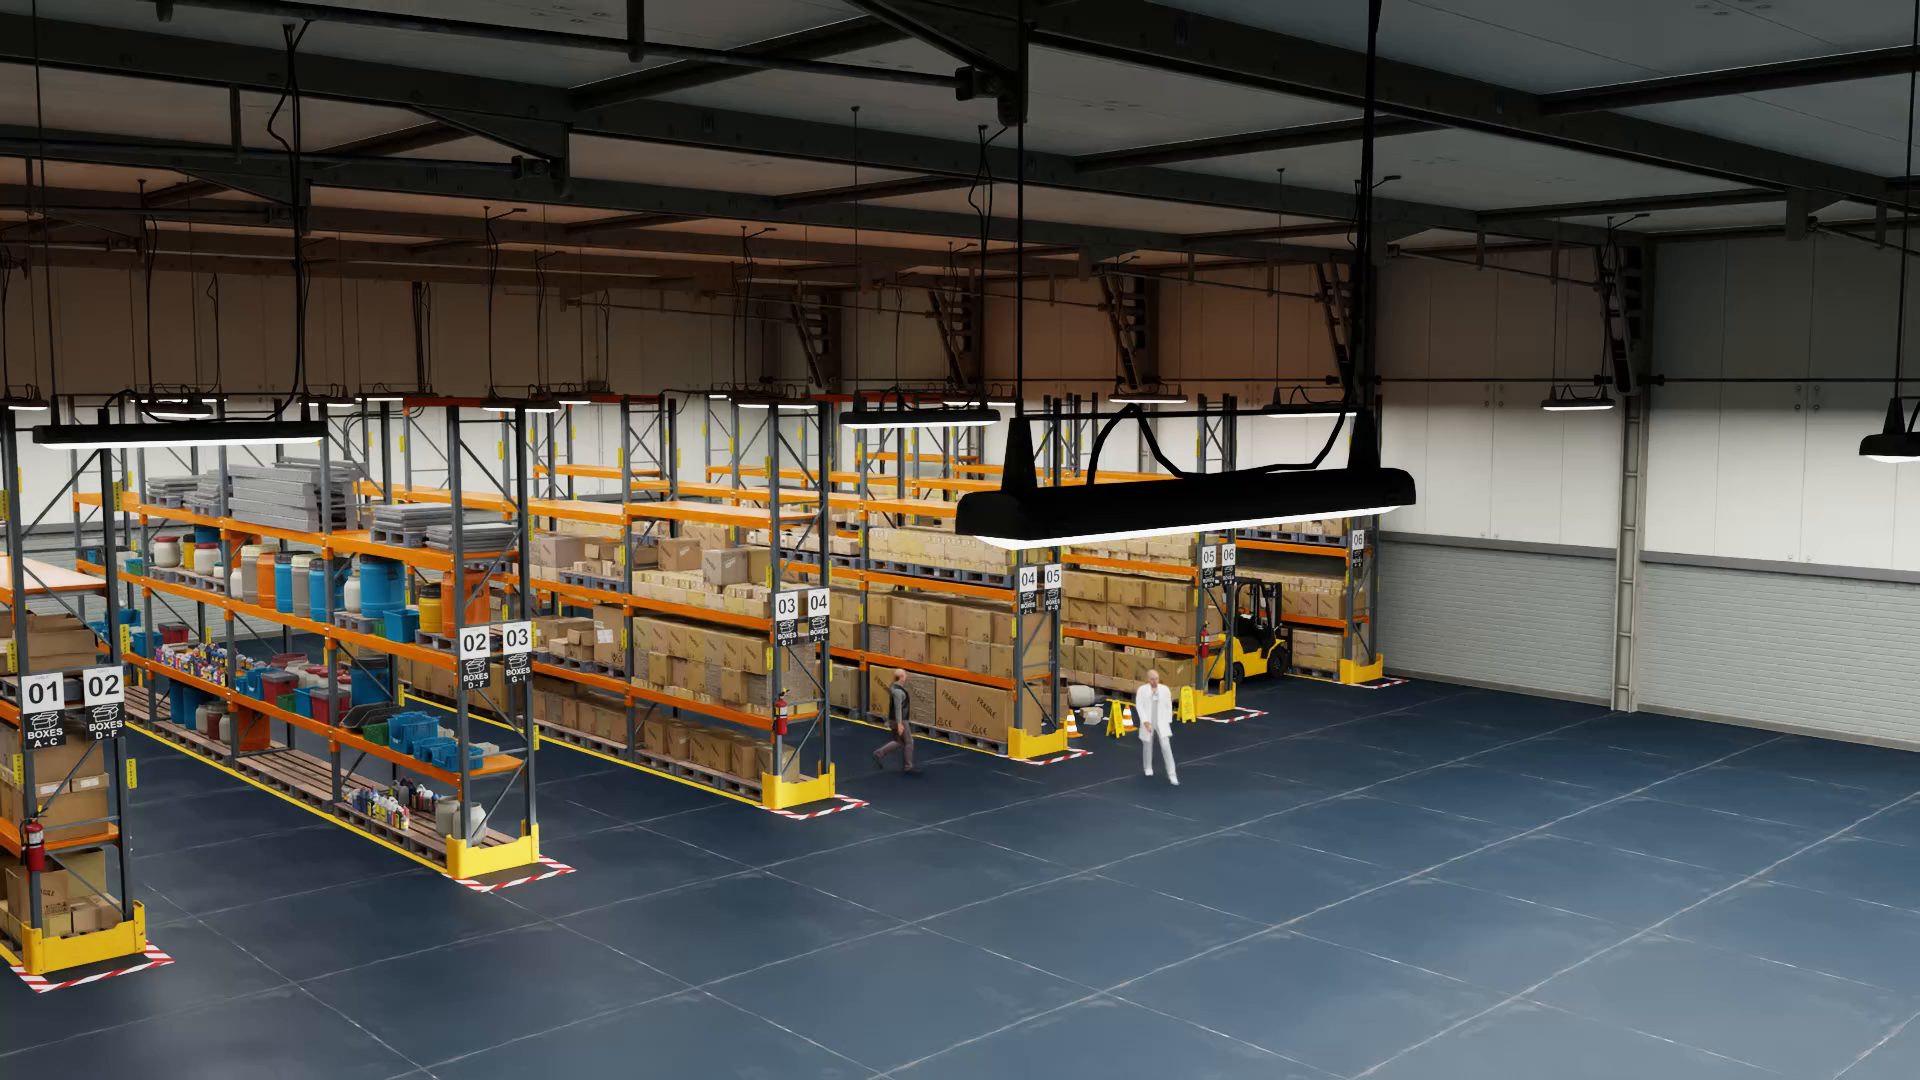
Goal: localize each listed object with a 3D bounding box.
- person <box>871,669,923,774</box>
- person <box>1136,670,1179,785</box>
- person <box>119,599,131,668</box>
[{"bbox_3d":[-1.021,2.897,26.657,0.819,1.696,0.568,-1,6,-7],"label":"person"},{"bbox_3d":[3.123,3.011,26.327,0.682,1.545,0.912,1,6,7],"label":"person"},{"bbox_3d":[-17.417,2.111,34.315,0.593,1.783,0.552,5,7,40],"label":"person"}]
